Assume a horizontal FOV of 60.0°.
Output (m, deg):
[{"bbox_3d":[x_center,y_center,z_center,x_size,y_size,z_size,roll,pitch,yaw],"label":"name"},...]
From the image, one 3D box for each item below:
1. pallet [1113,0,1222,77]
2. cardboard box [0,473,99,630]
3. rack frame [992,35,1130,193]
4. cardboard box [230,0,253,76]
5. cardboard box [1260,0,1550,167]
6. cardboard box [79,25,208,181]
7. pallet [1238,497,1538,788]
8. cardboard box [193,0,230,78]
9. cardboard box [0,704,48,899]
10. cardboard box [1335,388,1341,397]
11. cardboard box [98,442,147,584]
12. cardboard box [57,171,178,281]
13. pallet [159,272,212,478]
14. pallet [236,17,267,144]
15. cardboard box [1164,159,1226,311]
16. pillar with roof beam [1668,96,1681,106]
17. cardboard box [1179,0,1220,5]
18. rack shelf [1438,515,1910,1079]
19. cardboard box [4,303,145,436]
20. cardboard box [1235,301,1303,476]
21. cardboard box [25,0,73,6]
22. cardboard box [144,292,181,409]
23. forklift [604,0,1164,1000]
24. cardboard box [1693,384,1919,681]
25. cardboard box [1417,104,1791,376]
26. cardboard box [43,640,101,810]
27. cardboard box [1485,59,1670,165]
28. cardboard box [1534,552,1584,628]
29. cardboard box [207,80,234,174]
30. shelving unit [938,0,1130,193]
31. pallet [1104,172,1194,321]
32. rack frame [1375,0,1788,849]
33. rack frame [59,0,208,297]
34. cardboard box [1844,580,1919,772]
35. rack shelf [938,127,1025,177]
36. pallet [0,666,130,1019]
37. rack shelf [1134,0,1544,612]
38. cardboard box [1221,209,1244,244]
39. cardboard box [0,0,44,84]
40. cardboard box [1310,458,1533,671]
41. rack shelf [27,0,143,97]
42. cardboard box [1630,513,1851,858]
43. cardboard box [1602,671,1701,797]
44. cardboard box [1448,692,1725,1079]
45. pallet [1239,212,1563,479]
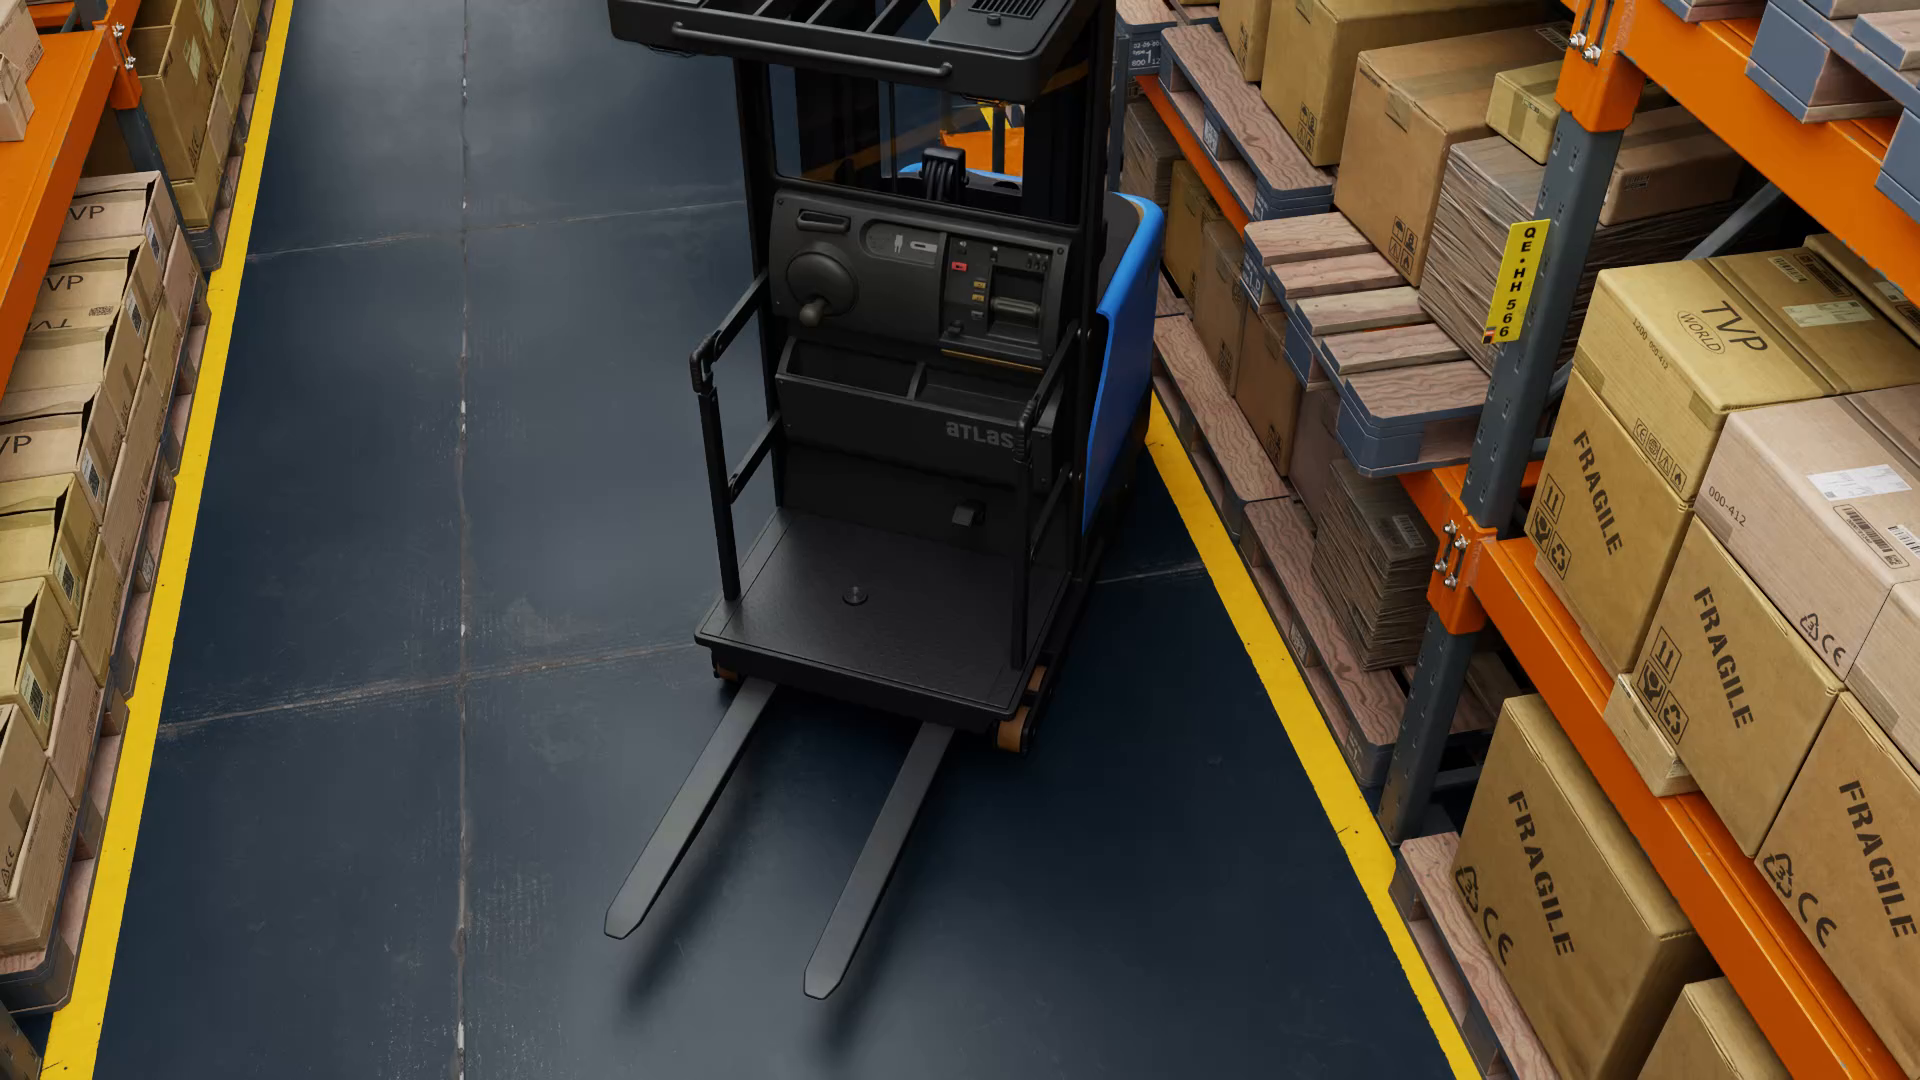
[{"bbox_3d":[0.975,-2.279,6.703,1.003,0.211,1.213,-8,42,-9],"label":"pallet"},{"bbox_3d":[-3.076,0.048,5.269,0.500,0.311,0.500,-9,42,-10],"label":"cardboard box"},{"bbox_3d":[0.370,-1.240,6.517,0.500,1.500,0.032,-8,42,-9],"label":"rack frame"},{"bbox_3d":[-4.008,-2.601,8.675,0.500,0.250,0.500,-8,42,-9],"label":"cardboard box"},{"bbox_3d":[1.414,-1.584,5.368,0.700,0.500,0.500,-8,42,-9],"label":"cardboard box"},{"bbox_3d":[-3.678,-1.910,7.332,0.500,0.500,0.500,-8,42,-9],"label":"cardboard box"},{"bbox_3d":[1.648,0.262,5.796,1.003,0.211,1.213,-8,42,-9],"label":"pallet"},{"bbox_3d":[-3.894,-2.558,8.062,0.500,0.500,0.500,-8,42,-9],"label":"cardboard box"},{"bbox_3d":[-2.847,0.718,4.514,0.500,0.311,0.500,-7,42,-8],"label":"cardboard box"},{"bbox_3d":[1.547,-0.622,5.678,0.500,0.250,0.500,-8,42,-8],"label":"cardboard box"},{"bbox_3d":[-3.185,-0.067,5.821,0.500,0.250,0.500,-8,42,-8],"label":"cardboard box"},{"bbox_3d":[-3.517,-1.272,6.756,0.500,0.311,0.500,-8,42,-9],"label":"cardboard box"},{"bbox_3d":[-3.687,-0.640,6.812,1.003,0.211,1.213,-8,42,-9],"label":"pallet"},{"bbox_3d":[-4.282,-2.426,8.824,1.003,0.211,1.213,-8,42,-9],"label":"pallet"},{"bbox_3d":[1.288,-1.295,7.000,0.700,0.500,0.500,-9,42,-10],"label":"cardboard box"},{"bbox_3d":[-1.824,-2.868,2.702,9.100,9.000,0.400,-8,42,-9],"label":"pillar with roof beam"},{"bbox_3d":[1.142,-2.371,6.255,0.700,0.500,0.500,-4,42,-5],"label":"cardboard box"},{"bbox_3d":[2.247,1.291,3.078,1.077,0.370,4.000,-8,42,-9],"label":"rack shelf"},{"bbox_3d":[-3.293,-0.612,6.012,0.500,0.311,0.500,-8,42,-9],"label":"cardboard box"},{"bbox_3d":[1.477,-0.632,6.254,0.700,0.500,0.500,-9,42,-10],"label":"cardboard box"},{"bbox_3d":[-3.986,-2.479,6.708,0.700,0.500,0.500,-9,42,-10],"label":"cardboard box"},{"bbox_3d":[-3.404,-0.728,6.566,0.500,0.250,0.500,-9,42,-10],"label":"cardboard box"},{"bbox_3d":[-0.200,-0.705,4.836,1.130,2.935,3.031,13,43,14],"label":"forklift"},{"bbox_3d":[1.778,-0.032,3.147,0.500,0.250,0.500,-9,42,-10],"label":"cardboard box"},{"bbox_3d":[1.704,-0.780,4.462,0.700,0.500,0.500,-13,43,-14],"label":"cardboard box"},{"bbox_3d":[-2.956,0.602,5.067,0.500,0.250,0.500,-9,42,-10],"label":"cardboard box"},{"bbox_3d":[1.628,-1.145,4.385,0.380,0.149,0.250,-15,44,-16],"label":"cardboard box"},{"bbox_3d":[1.660,0.059,4.099,0.380,0.149,0.250,-9,42,-10],"label":"cardboard box"},{"bbox_3d":[-3.791,-1.953,7.945,0.500,0.250,0.500,-8,42,-9],"label":"cardboard box"},{"bbox_3d":[0.269,-1.565,6.883,0.587,1.500,1.083,-8,42,-9],"label":"shelving unit"},{"bbox_3d":[1.121,-1.320,7.578,1.003,0.211,1.213,-8,42,-9],"label":"pallet"},{"bbox_3d":[1.815,-0.274,4.300,1.000,3.000,0.127,-8,42,-9],"label":"rack frame"},{"bbox_3d":[-3.884,-2.155,6.418,1.000,3.000,0.127,-8,42,-9],"label":"rack frame"},{"bbox_3d":[1.890,0.292,2.782,0.500,0.250,0.500,-8,42,-9],"label":"cardboard box"},{"bbox_3d":[0.267,-1.436,7.009,0.538,0.185,1.000,-8,42,-9],"label":"rack shelf"},{"bbox_3d":[-3.160,0.941,5.030,1.003,0.211,1.213,-8,42,-9],"label":"pallet"},{"bbox_3d":[1.384,-1.302,5.999,1.077,0.370,4.000,-8,42,-9],"label":"rack shelf"},{"bbox_3d":[1.341,-1.281,6.420,0.500,0.250,0.500,-9,42,-11],"label":"cardboard box"},{"bbox_3d":[-3.735,-1.786,6.116,0.500,0.250,0.500,-6,42,-7],"label":"cardboard box"},{"bbox_3d":[1.609,0.037,5.501,0.700,0.500,0.500,-8,42,-9],"label":"cardboard box"},{"bbox_3d":[-4.316,-3.182,8.118,1.077,0.370,4.000,-8,42,-9],"label":"rack shelf"},{"bbox_3d":[1.774,0.262,3.381,0.500,0.500,0.500,-7,42,-8],"label":"cardboard box"},{"bbox_3d":[1.681,0.408,3.705,0.380,0.149,0.250,-7,42,-8],"label":"cardboard box"},{"bbox_3d":[1.846,0.868,4.316,0.750,0.750,0.750,-9,42,-10],"label":"cardboard box"},{"bbox_3d":[1.558,-0.649,4.867,1.213,0.211,1.003,-8,42,-9],"label":"pallet"}]
